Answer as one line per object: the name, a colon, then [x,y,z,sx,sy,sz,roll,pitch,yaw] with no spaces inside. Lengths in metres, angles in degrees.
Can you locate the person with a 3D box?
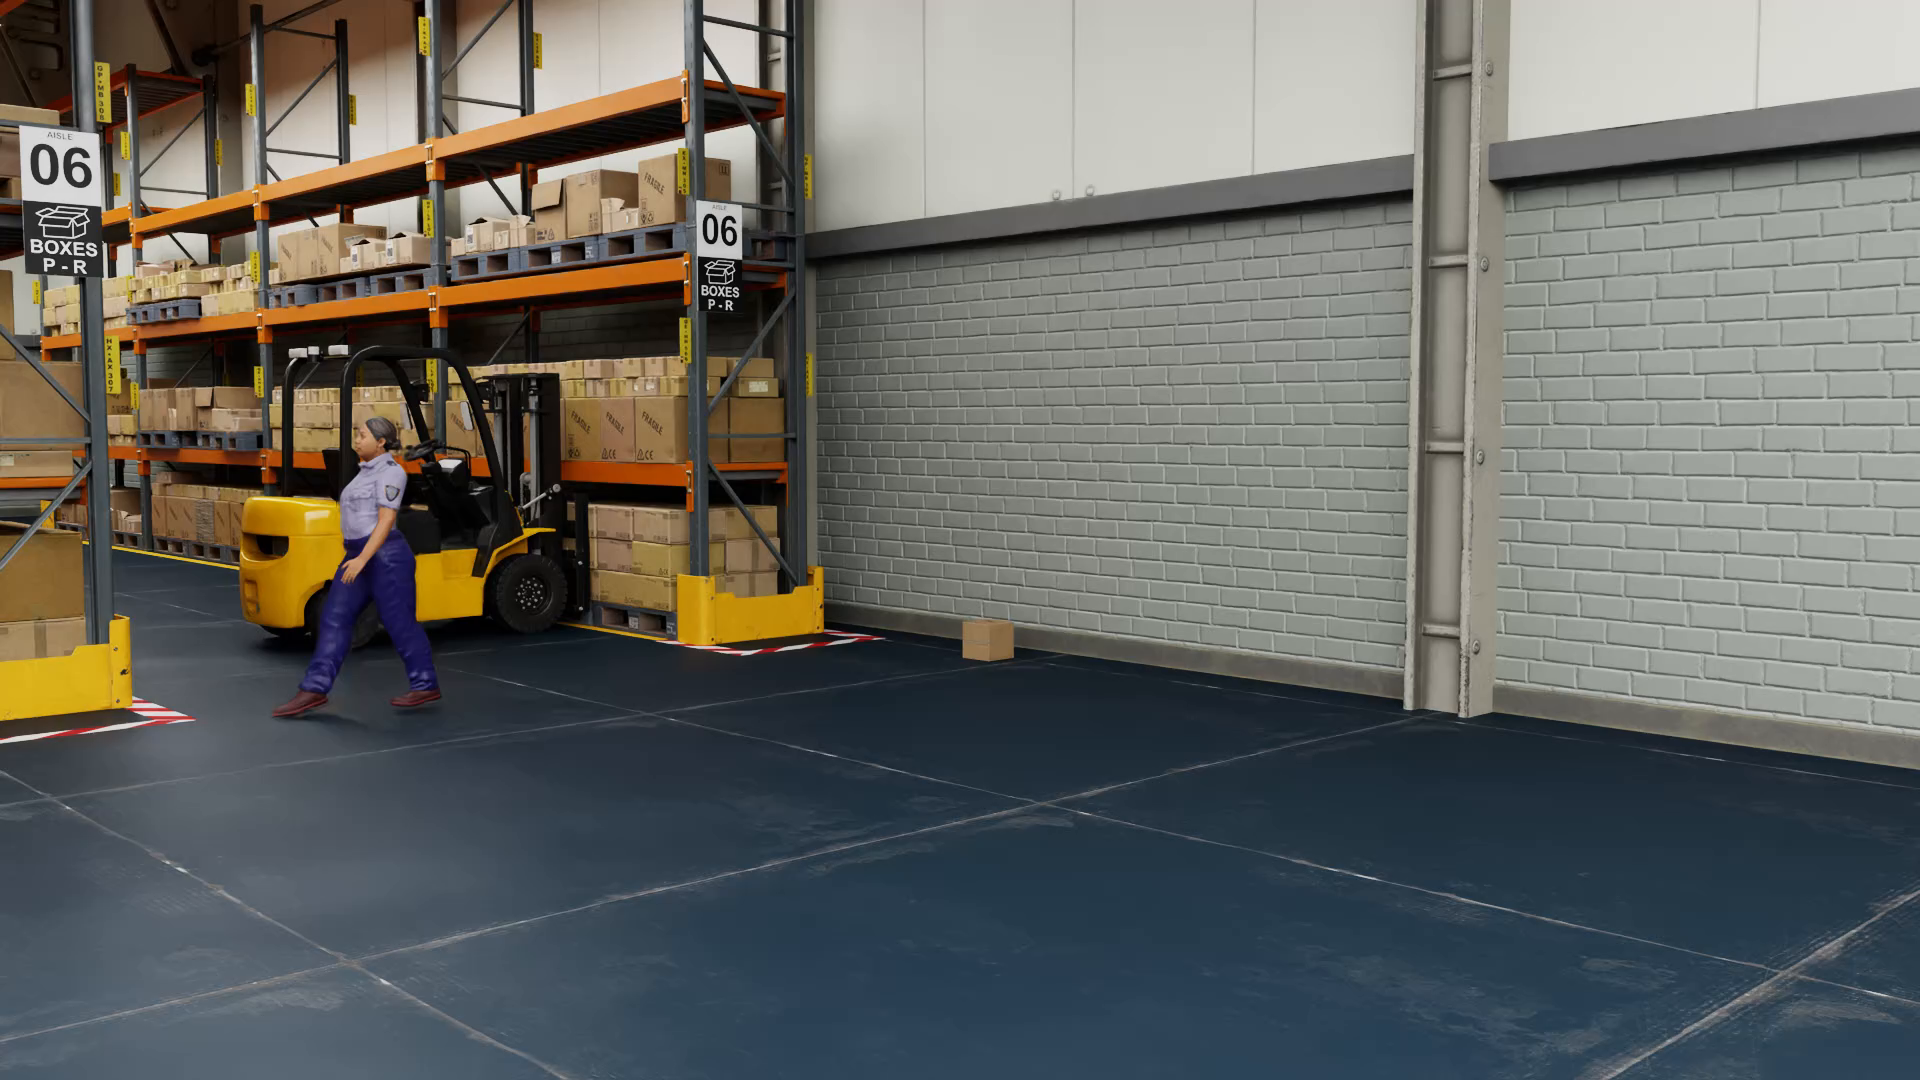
person: [-3.291,0.137,9.105,0.856,1.626,0.490,-4,5,-43]
